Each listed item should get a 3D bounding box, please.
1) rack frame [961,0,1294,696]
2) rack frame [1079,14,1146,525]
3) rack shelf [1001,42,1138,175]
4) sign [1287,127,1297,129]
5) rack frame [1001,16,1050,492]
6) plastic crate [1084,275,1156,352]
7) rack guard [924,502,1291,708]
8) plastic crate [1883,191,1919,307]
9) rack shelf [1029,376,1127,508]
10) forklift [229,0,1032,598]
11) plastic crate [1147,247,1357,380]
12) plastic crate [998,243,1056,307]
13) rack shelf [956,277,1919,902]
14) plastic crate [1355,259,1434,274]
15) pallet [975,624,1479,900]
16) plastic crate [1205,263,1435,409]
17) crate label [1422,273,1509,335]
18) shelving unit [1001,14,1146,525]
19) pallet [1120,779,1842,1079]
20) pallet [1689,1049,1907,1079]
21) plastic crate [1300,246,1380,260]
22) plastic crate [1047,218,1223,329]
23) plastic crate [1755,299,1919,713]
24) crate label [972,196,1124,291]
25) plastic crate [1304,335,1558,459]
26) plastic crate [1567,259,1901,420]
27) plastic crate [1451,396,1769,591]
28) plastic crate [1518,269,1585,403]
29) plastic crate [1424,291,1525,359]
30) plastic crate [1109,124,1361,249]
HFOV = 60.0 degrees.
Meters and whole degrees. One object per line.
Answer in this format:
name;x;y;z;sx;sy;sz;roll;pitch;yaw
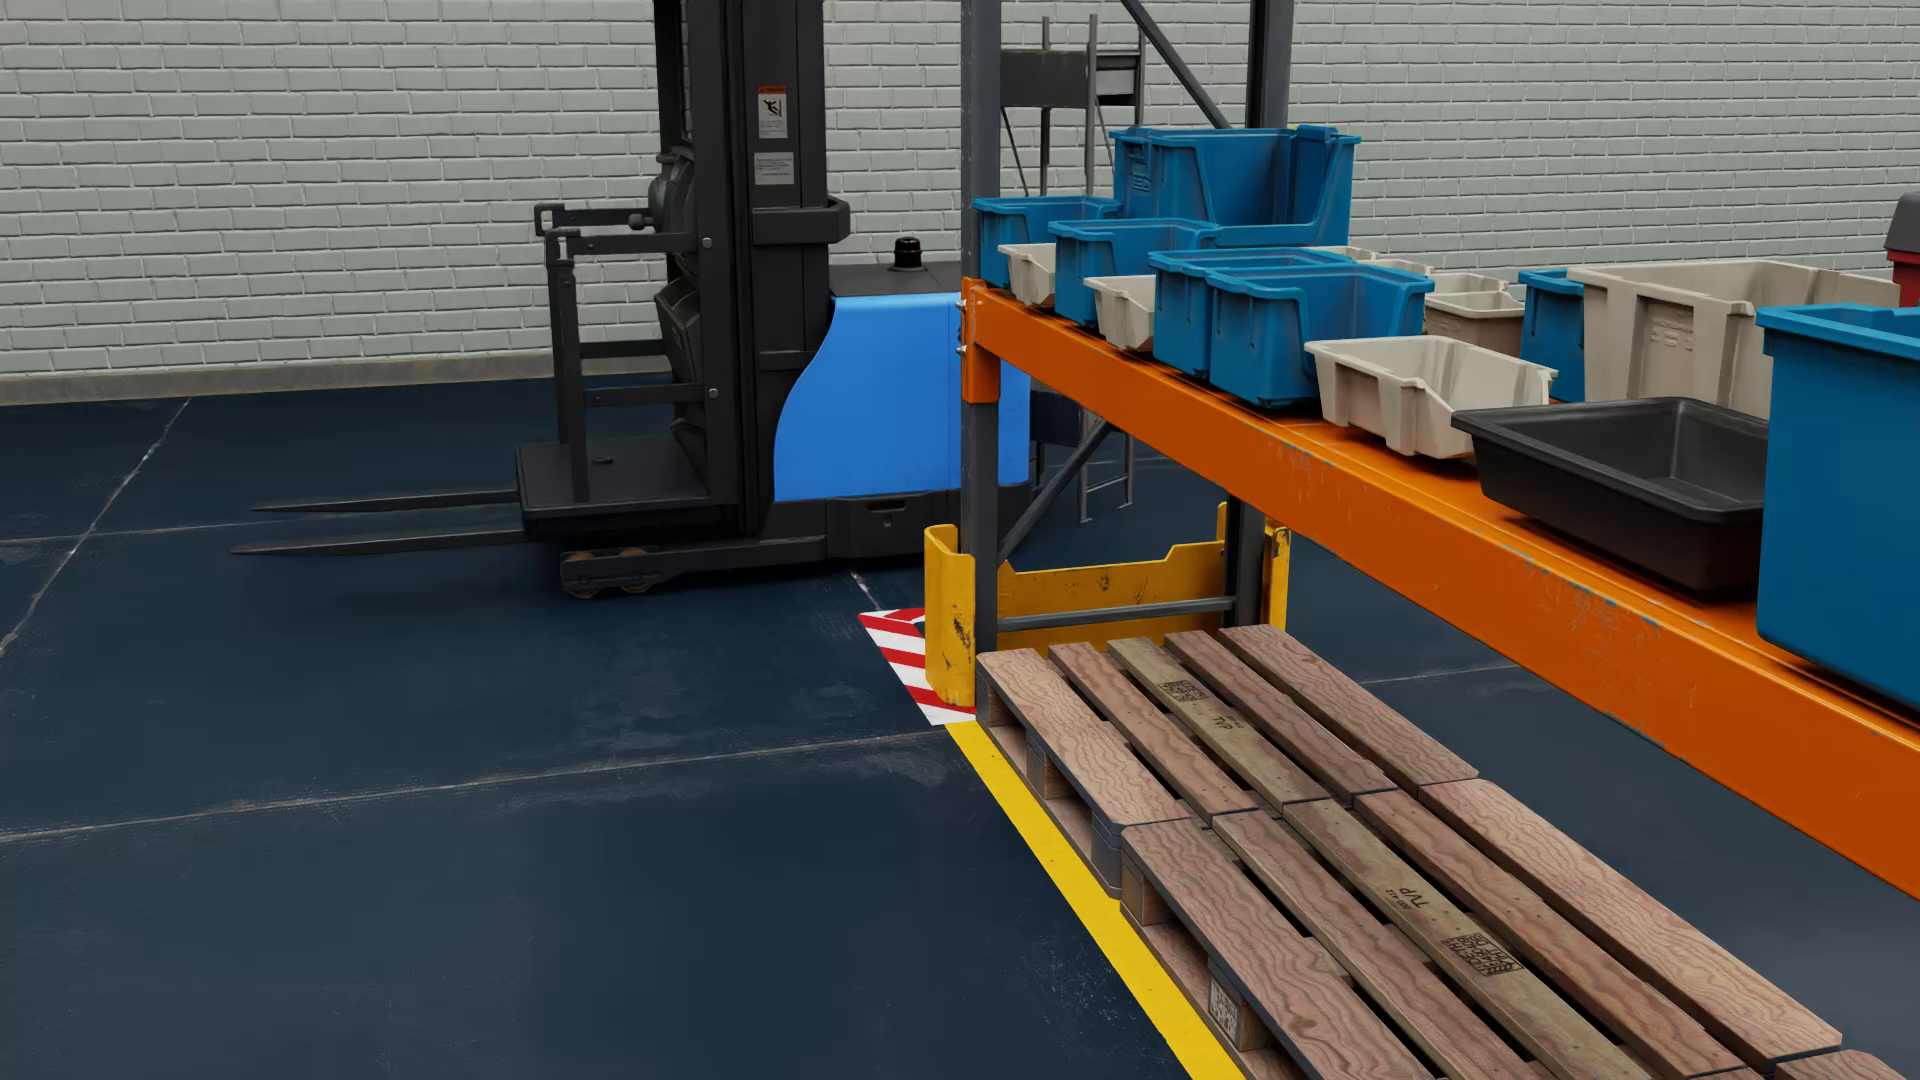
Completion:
rack frame;0.499;-0.995;5.049;1.000;3.000;0.127;-5;17;-15
rack frame;0.641;-1.116;7.017;0.015;2.100;0.400;13;21;36
rack shelf;0.449;-1.817;6.964;0.480;0.518;0.431;13;21;36
sign;1.023;-1.121;5.185;0.100;0.325;0.005;-5;17;-15
rack frame;0.257;-1.203;7.305;0.015;2.100;0.400;13;21;36
plastic crate;0.445;-0.520;3.823;0.250;0.136;0.298;-5;17;-15
rack guard;0.480;0.197;5.427;1.175;0.500;0.348;-5;17;-15
plastic crate;1.594;-0.214;2.236;0.402;0.464;0.583;-5;17;-15
rack shelf;0.449;-0.476;7.367;0.480;0.518;0.431;13;21;36
forklift;-1.284;-1.356;6.373;3.031;2.935;1.130;-5;17;-15
plastic crate;0.612;-0.485;3.538;0.416;0.233;0.300;-5;17;-15
plastic crate;0.259;-0.707;4.447;0.250;0.136;0.298;-5;17;-15
rack shelf;1.048;-0.097;3.311;1.077;0.370;4.000;-5;17;-15
plastic crate;0.963;-0.604;4.104;0.396;0.136;0.243;-5;17;-15
pallet;0.688;0.572;4.681;1.003;0.211;1.213;-5;17;-15
plastic crate;0.694;-0.402;3.262;0.416;0.233;0.300;-5;17;-15
crate label;1.063;-0.529;3.854;0.396;0.136;0.243;-5;17;-15
shelving unit;0.449;-1.159;7.161;0.503;2.100;0.431;13;21;36
pallet;1.020;0.909;3.559;1.003;0.211;1.213;-5;17;-15
pallet;1.359;1.247;2.434;1.003;0.211;1.213;-5;17;-15
plastic crate;0.897;-0.686;4.375;0.396;0.136;0.243;-5;17;-15
plastic crate;0.431;-0.667;4.144;0.416;0.233;0.300;-5;17;-15
plastic crate;1.142;-0.011;1.699;0.392;0.384;0.575;-5;17;-15
crate label;0.250;-0.849;4.750;0.416;0.233;0.303;-5;17;-15
plastic crate;0.831;-0.248;2.919;0.293;0.136;0.466;-5;17;-15
plastic crate;1.356;-0.297;2.829;0.437;0.282;0.530;-5;17;-15
plastic crate;1.032;-0.073;2.357;0.437;0.125;0.590;-5;17;-15
plastic crate;1.310;-0.395;3.241;0.416;0.233;0.300;-5;17;-15
plastic crate;1.162;-0.449;3.587;0.298;0.136;0.250;-5;17;-15
plastic crate;0.770;-0.962;4.776;0.616;0.435;0.499;-5;17;-15
